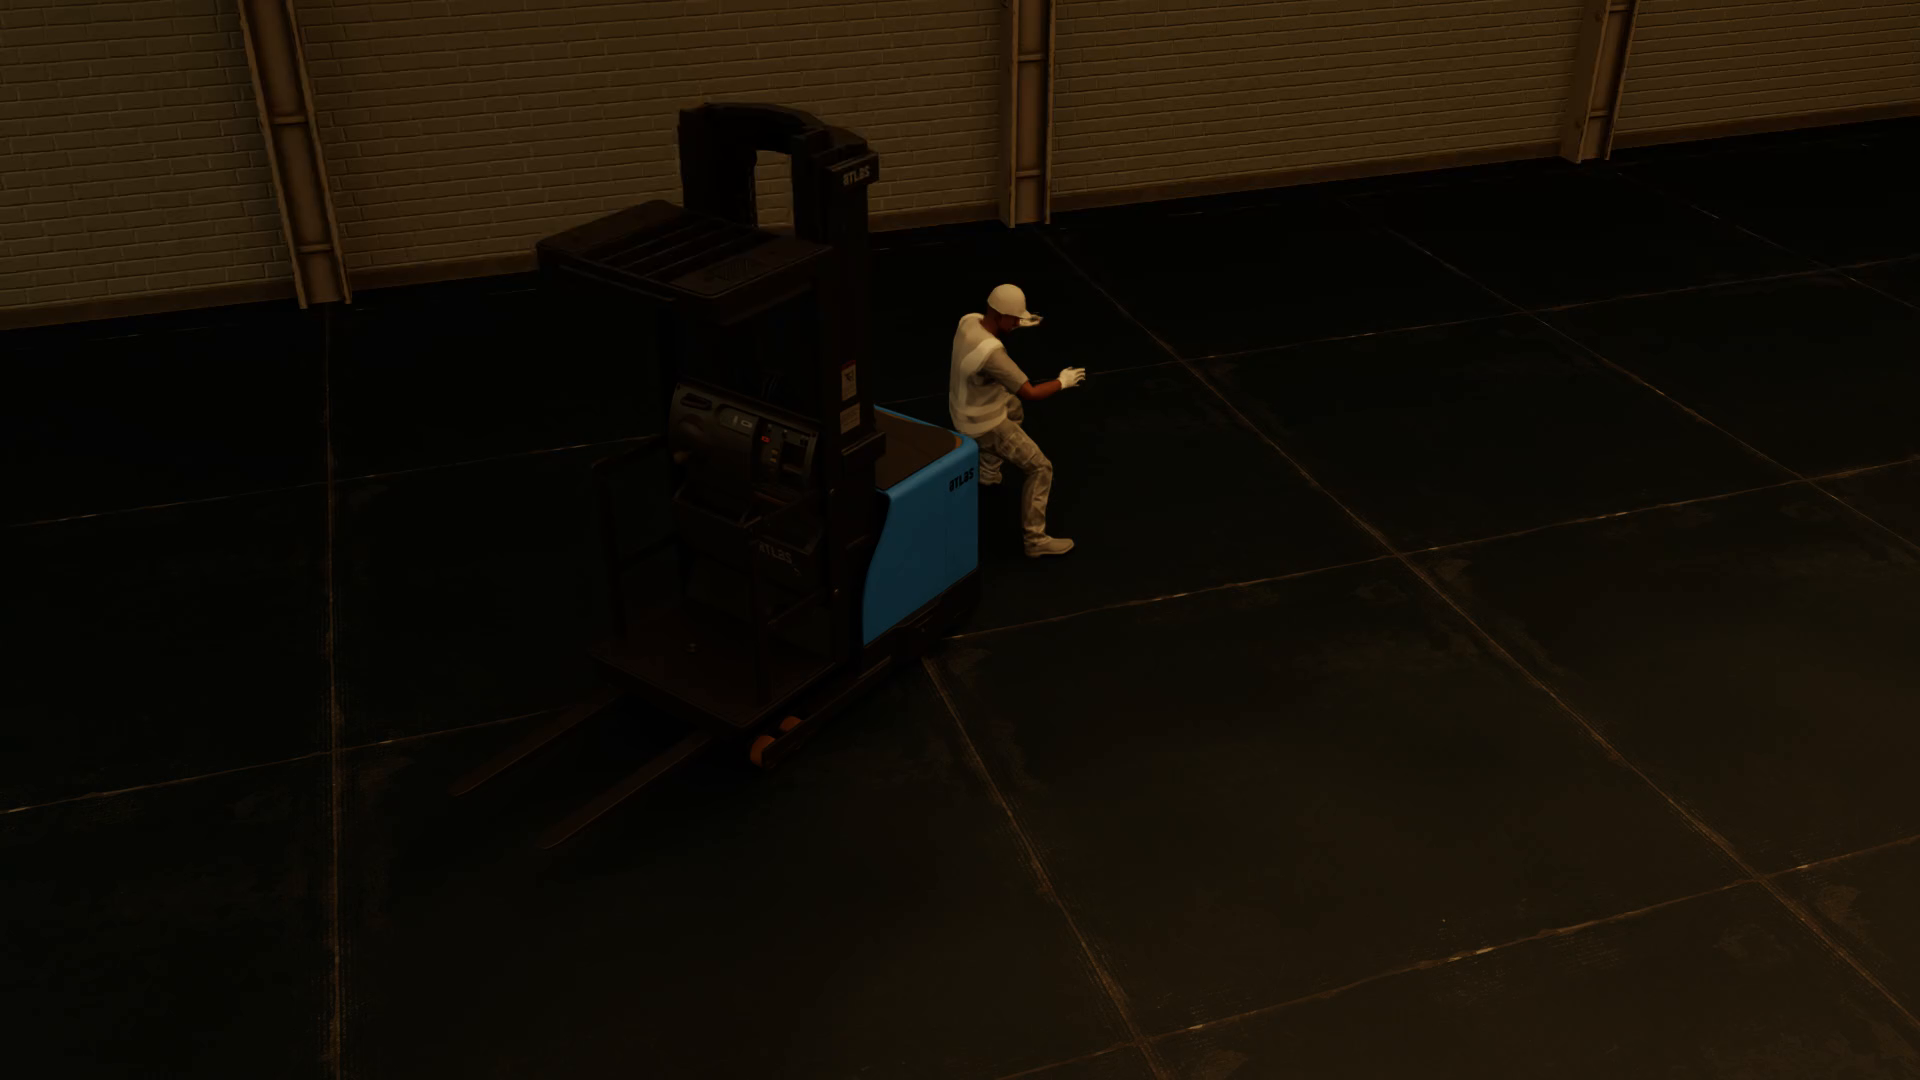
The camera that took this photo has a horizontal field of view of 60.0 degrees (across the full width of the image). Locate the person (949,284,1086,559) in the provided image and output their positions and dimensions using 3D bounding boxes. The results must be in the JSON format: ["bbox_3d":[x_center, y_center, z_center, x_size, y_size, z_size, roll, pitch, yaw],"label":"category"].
[{"bbox_3d":[0.326,-0.814,9.895,0.760,1.547,1.080,-5,30,-9],"label":"person"}]

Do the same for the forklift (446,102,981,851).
[{"bbox_3d":[-1.171,-0.432,7.837,1.130,2.935,3.031,20,36,31],"label":"forklift"}]
